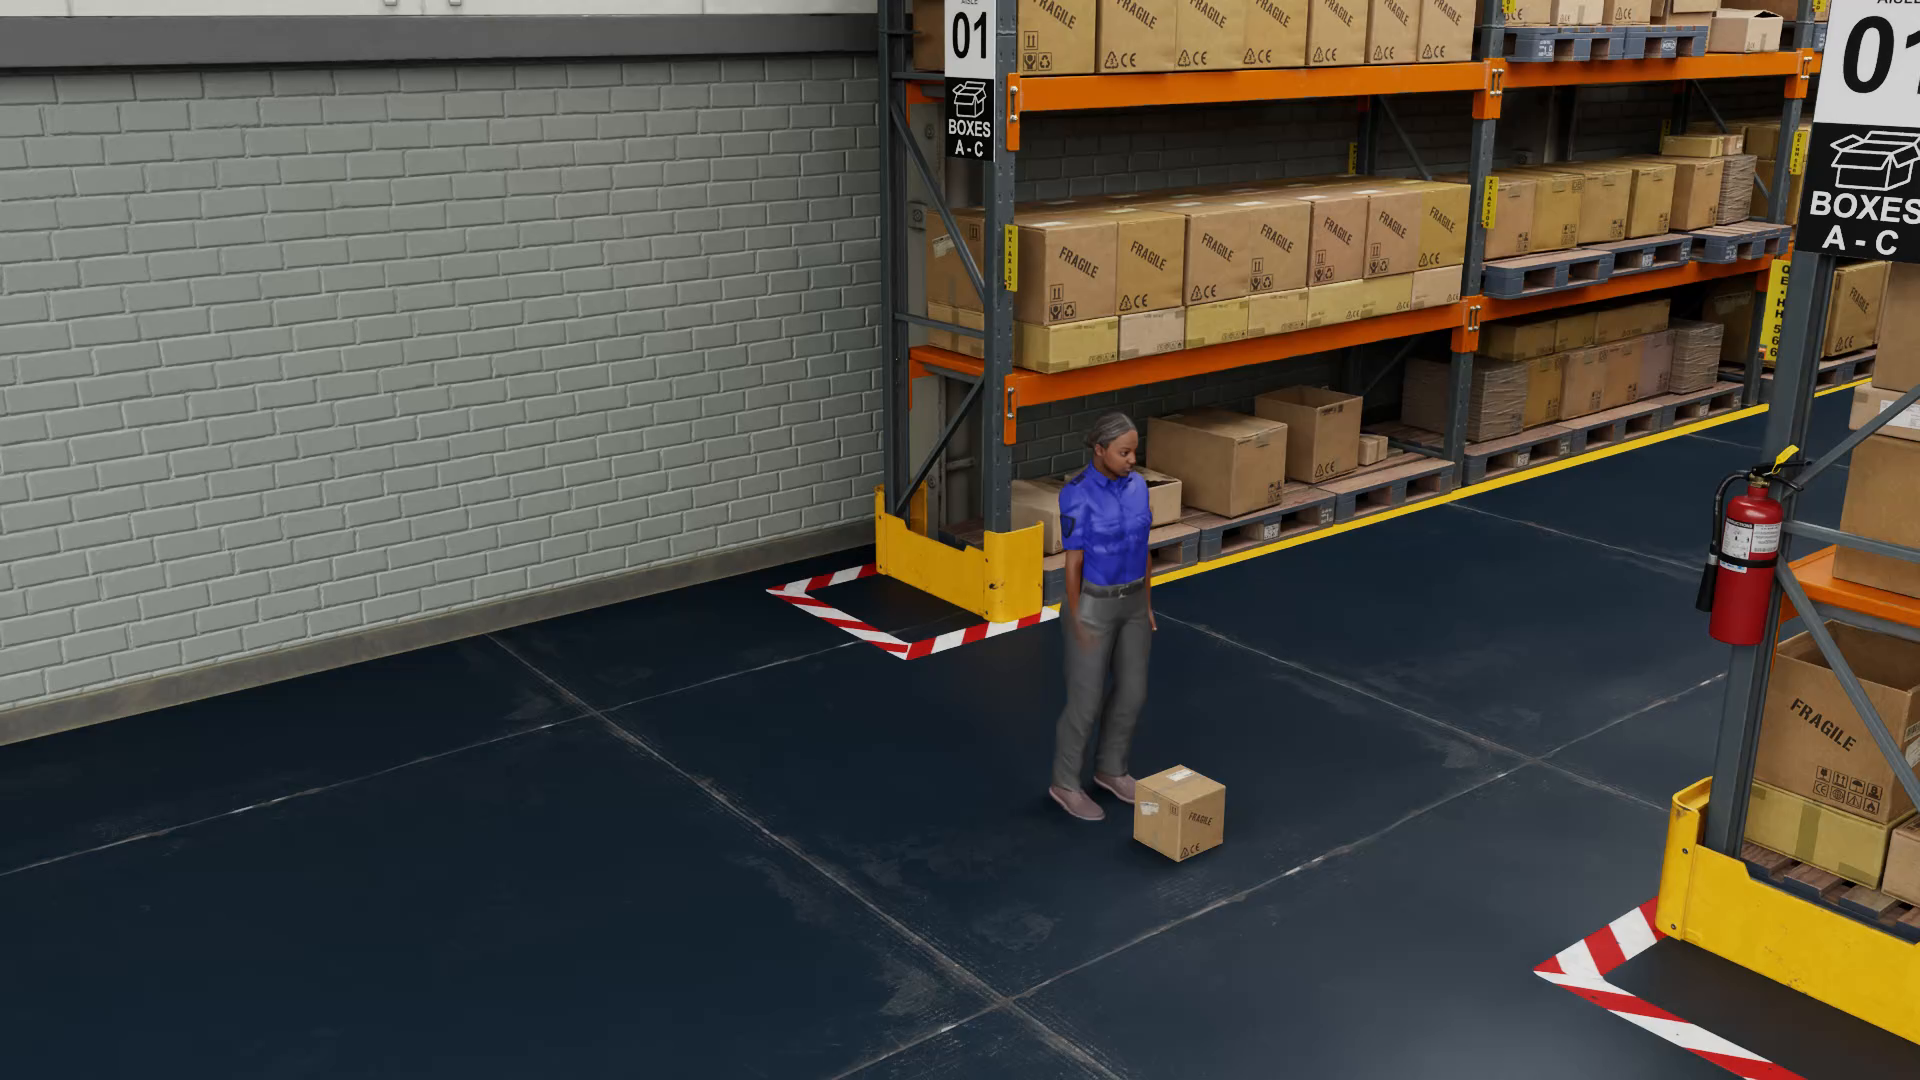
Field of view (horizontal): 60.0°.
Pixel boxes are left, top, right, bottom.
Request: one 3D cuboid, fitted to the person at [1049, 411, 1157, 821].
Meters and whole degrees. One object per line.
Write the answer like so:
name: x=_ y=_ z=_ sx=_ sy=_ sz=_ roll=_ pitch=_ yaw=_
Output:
person: x=0.600 y=0.297 z=6.671 sx=0.438 sy=1.666 sz=0.308 roll=-13 pitch=22 yaw=-35
